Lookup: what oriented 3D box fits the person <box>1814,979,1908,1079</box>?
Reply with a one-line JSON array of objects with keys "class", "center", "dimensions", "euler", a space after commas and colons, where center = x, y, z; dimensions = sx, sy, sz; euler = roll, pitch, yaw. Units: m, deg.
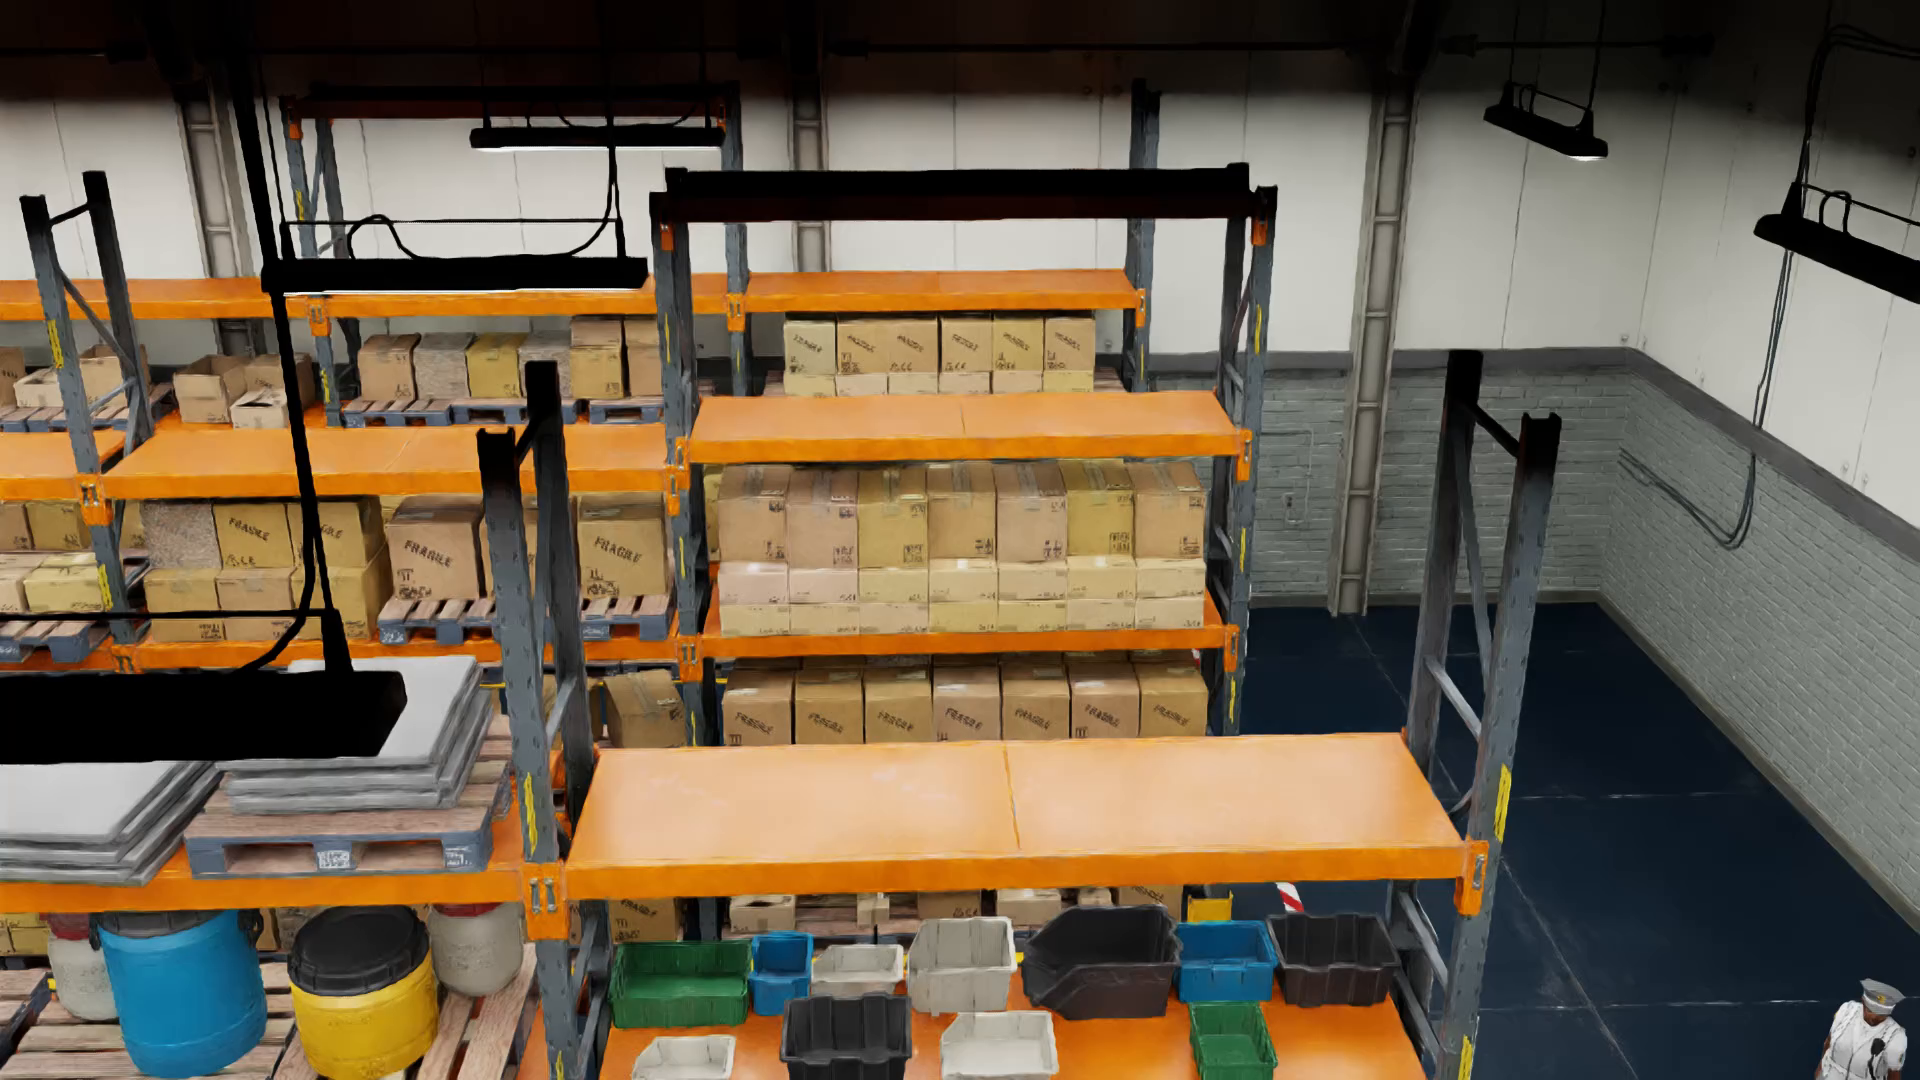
[{"class": "person", "center": [5.664, 3.421, 10.534], "dimensions": [0.525, 1.667, 0.526], "euler": [-17, 28, -36]}]
